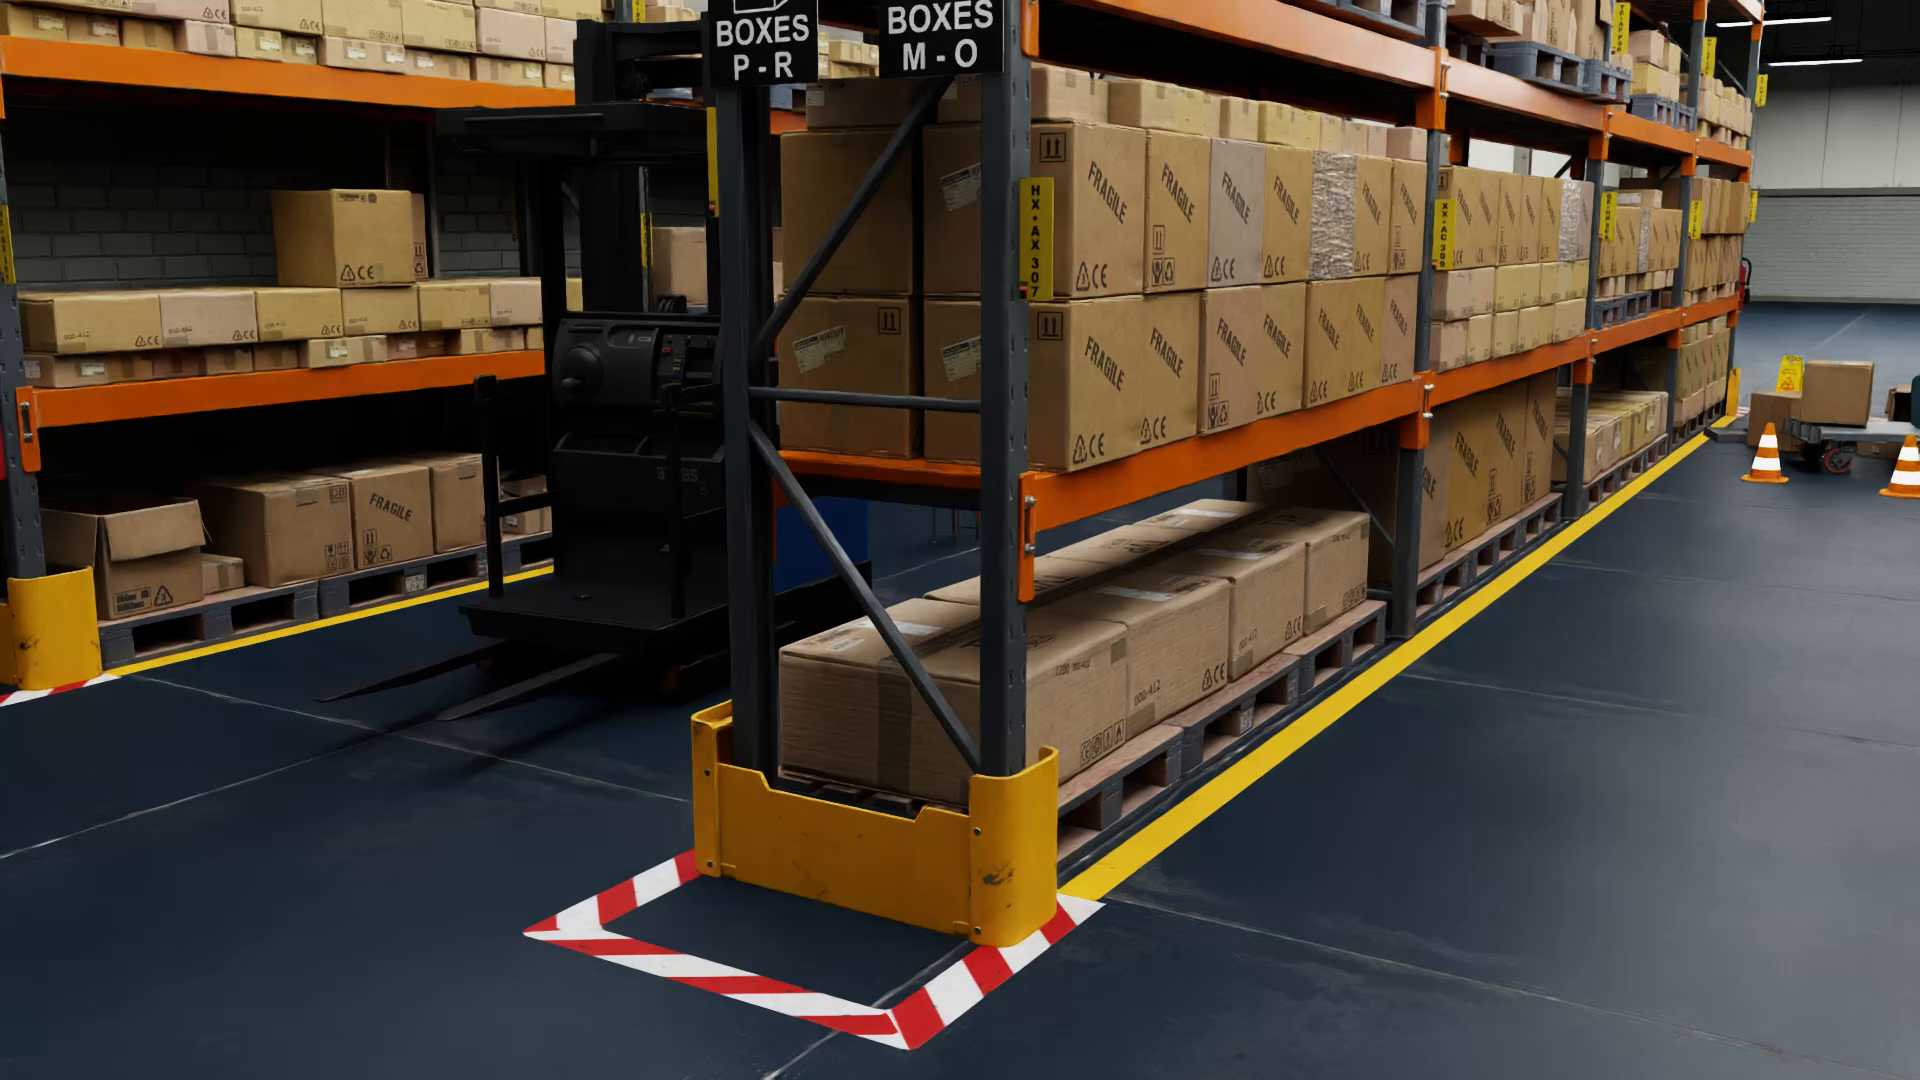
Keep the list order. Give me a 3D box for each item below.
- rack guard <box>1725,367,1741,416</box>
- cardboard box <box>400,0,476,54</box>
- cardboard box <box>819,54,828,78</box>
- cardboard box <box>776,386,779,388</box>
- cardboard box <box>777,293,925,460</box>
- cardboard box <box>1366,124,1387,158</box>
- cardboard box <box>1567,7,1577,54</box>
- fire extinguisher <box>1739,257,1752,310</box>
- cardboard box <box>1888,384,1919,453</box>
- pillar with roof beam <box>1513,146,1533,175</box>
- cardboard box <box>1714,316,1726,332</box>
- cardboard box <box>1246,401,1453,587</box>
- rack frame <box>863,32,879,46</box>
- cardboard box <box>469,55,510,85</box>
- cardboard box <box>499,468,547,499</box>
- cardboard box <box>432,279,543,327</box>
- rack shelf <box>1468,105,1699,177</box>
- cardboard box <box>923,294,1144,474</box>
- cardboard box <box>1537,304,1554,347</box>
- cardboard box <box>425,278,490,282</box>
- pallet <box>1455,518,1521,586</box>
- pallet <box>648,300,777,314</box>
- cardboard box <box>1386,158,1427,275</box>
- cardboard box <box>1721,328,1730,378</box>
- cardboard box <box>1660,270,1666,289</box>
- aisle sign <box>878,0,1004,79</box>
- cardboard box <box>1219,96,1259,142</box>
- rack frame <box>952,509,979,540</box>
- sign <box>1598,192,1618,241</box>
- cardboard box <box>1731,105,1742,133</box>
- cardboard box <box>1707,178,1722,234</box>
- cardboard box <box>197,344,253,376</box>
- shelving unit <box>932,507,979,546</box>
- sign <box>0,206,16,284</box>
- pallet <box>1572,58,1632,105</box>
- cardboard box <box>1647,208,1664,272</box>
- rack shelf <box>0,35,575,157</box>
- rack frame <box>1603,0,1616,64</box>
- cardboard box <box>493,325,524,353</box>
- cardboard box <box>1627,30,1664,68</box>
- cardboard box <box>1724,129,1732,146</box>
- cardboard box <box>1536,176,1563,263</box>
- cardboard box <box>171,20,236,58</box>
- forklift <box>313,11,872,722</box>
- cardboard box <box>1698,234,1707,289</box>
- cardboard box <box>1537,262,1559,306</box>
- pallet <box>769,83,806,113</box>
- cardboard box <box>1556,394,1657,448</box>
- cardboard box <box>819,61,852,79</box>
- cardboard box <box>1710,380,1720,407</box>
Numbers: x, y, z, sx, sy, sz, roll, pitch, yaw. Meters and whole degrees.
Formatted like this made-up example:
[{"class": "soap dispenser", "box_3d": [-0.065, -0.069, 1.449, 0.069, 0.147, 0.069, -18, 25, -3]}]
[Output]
[{"class": "rack guard", "box_3d": [8.002, -1.678, 18.474, 1.175, 0.500, 0.348, 6, 12, 31]}, {"class": "cardboard box", "box_3d": [-3.006, -2.790, 9.067, 0.500, 0.250, 0.500, 7, 13, 32]}, {"class": "cardboard box", "box_3d": [-1.161, -3.365, 11.808, 0.380, 0.149, 0.250, 7, 13, 32]}, {"class": "cardboard box", "box_3d": [-1.395, -1.044, 12.183, 0.380, 0.149, 0.250, 7, 13, 33]}, {"class": "cardboard box", "box_3d": [-0.241, -0.553, 5.398, 0.500, 0.500, 0.500, 6, 12, 31]}, {"class": "cardboard box", "box_3d": [1.694, -1.781, 7.479, 0.380, 0.149, 0.250, 7, 13, 32]}, {"class": "cardboard box", "box_3d": [3.472, -3.025, 9.949, 0.396, 0.266, 0.258, 6, 12, 29]}, {"class": "fire extinguisher", "box_3d": [8.495, -2.855, 18.176, 0.296, 0.674, 0.183, 6, 12, 31]}, {"class": "cardboard box", "box_3d": [8.815, -1.092, 14.967, 0.797, 0.637, 0.503, 6, 12, 31]}, {"class": "pillar with roof beam", "box_3d": [15.690, -8.737, 33.085, 9.100, 9.000, 0.548, 6, 12, 31]}, {"class": "cardboard box", "box_3d": [7.716, -2.246, 17.245, 0.380, 0.149, 0.250, 7, 13, 32]}, {"class": "cardboard box", "box_3d": [2.065, -0.299, 8.945, 0.875, 0.875, 0.875, 7, 13, 32]}, {"class": "rack frame", "box_3d": [-0.356, -5.083, 13.565, 1.000, 3.000, 0.127, 6, 12, 31]}, {"class": "cardboard box", "box_3d": [-2.775, -2.653, 9.422, 0.380, 0.149, 0.250, 6, 12, 30]}, {"class": "cardboard box", "box_3d": [-2.978, -0.309, 10.531, 0.500, 0.311, 0.500, 7, 13, 33]}, {"class": "cardboard box", "box_3d": [-2.736, -1.394, 9.762, 0.500, 0.250, 0.500, 6, 12, 31]}, {"class": "rack shelf", "box_3d": [4.927, -3.096, 13.057, 1.077, 0.370, 4.000, 6, 12, 31]}, {"class": "cardboard box", "box_3d": [0.230, -0.500, 5.114, 0.500, 0.500, 0.500, 6, 12, 30]}, {"class": "cardboard box", "box_3d": [3.321, -1.323, 10.191, 0.500, 0.250, 0.500, 6, 12, 30]}, {"class": "cardboard box", "box_3d": [-3.175, -1.446, 10.040, 0.500, 0.250, 0.500, 6, 12, 30]}, {"class": "pallet", "box_3d": [2.780, 0.018, 10.199, 1.003, 0.211, 1.213, 6, 12, 31]}, {"class": "pallet", "box_3d": [-1.924, -1.526, 11.390, 1.003, 0.211, 1.213, 6, 12, 31]}, {"class": "cardboard box", "box_3d": [1.803, -1.471, 7.588, 0.500, 0.500, 0.500, 6, 12, 30]}, {"class": "cardboard box", "box_3d": [7.849, -1.991, 17.647, 0.500, 0.500, 0.500, 6, 12, 31]}, {"class": "cardboard box", "box_3d": [5.679, -2.182, 13.911, 0.380, 0.149, 0.250, 6, 12, 30]}, {"class": "aisle sign", "box_3d": [-0.055, -1.641, 4.419, 0.394, 0.787, 0.004, 6, 12, 31]}, {"class": "cardboard box", "box_3d": [0.842, -1.494, 5.945, 0.380, 0.149, 0.250, 7, 12, 31]}, {"class": "rack frame", "box_3d": [0.036, -0.527, 10.830, 0.200, 1.050, 0.008, 6, 12, 31]}, {"class": "sign", "box_3d": [4.364, -2.177, 11.200, 0.100, 0.325, 0.005, 6, 12, 31]}, {"class": "cardboard box", "box_3d": [7.479, -4.198, 16.590, 0.500, 0.250, 0.500, 7, 13, 32]}, {"class": "cardboard box", "box_3d": [6.663, -3.103, 15.496, 0.700, 0.500, 0.500, 6, 12, 31]}, {"class": "cardboard box", "box_3d": [-3.721, -0.901, 8.212, 0.380, 0.149, 0.250, 7, 13, 32]}, {"class": "shelving unit", "box_3d": [-0.028, -0.508, 10.727, 0.215, 1.050, 0.252, 6, 12, 31]}, {"class": "sign", "box_3d": [-4.045, -1.250, 7.040, 0.100, 0.325, 0.005, 6, 12, 31]}, {"class": "pallet", "box_3d": [3.599, -2.936, 10.760, 1.213, 0.211, 1.003, 7, 13, 33]}, {"class": "cardboard box", "box_3d": [5.392, -2.438, 13.519, 0.500, 0.500, 0.500, 7, 13, 33]}, {"class": "rack shelf", "box_3d": [-3.471, -2.311, 8.867, 1.077, 0.370, 4.000, 6, 12, 31]}, {"class": "rack frame", "box_3d": [3.888, -4.609, 11.035, 1.000, 3.000, 0.127, 6, 12, 31]}, {"class": "cardboard box", "box_3d": [-2.773, -1.182, 9.716, 0.380, 0.149, 0.250, 7, 13, 32]}, {"class": "cardboard box", "box_3d": [5.262, -3.877, 13.180, 0.500, 0.250, 0.500, 7, 12, 32]}, {"class": "cardboard box", "box_3d": [7.336, -3.941, 16.299, 0.380, 0.149, 0.250, 6, 12, 30]}, {"class": "cardboard box", "box_3d": [3.321, -1.936, 10.069, 0.500, 0.500, 0.500, 6, 12, 31]}, {"class": "cardboard box", "box_3d": [-3.666, -2.367, 7.890, 0.380, 0.149, 0.250, 7, 13, 32]}, {"class": "forklift", "box_3d": [-1.544, -0.836, 7.369, 1.130, 2.935, 3.031, 5, 12, 25]}, {"class": "cardboard box", "box_3d": [6.672, -2.609, 15.572, 0.500, 0.500, 0.500, 6, 12, 30]}, {"class": "cardboard box", "box_3d": [3.343, -1.569, 10.145, 0.500, 0.250, 0.500, 6, 12, 29]}, {"class": "pallet", "box_3d": [-1.498, -3.146, 11.883, 1.213, 0.211, 1.003, 6, 12, 31]}, {"class": "cardboard box", "box_3d": [5.325, -1.008, 14.103, 0.950, 0.372, 0.625, 7, 13, 34]}, {"class": "cardboard box", "box_3d": [-1.025, -3.452, 12.330, 0.380, 0.149, 0.250, 7, 13, 32]}, {"class": "cardboard box", "box_3d": [7.576, -1.540, 17.274, 0.500, 0.250, 0.500, 6, 12, 31]}]
